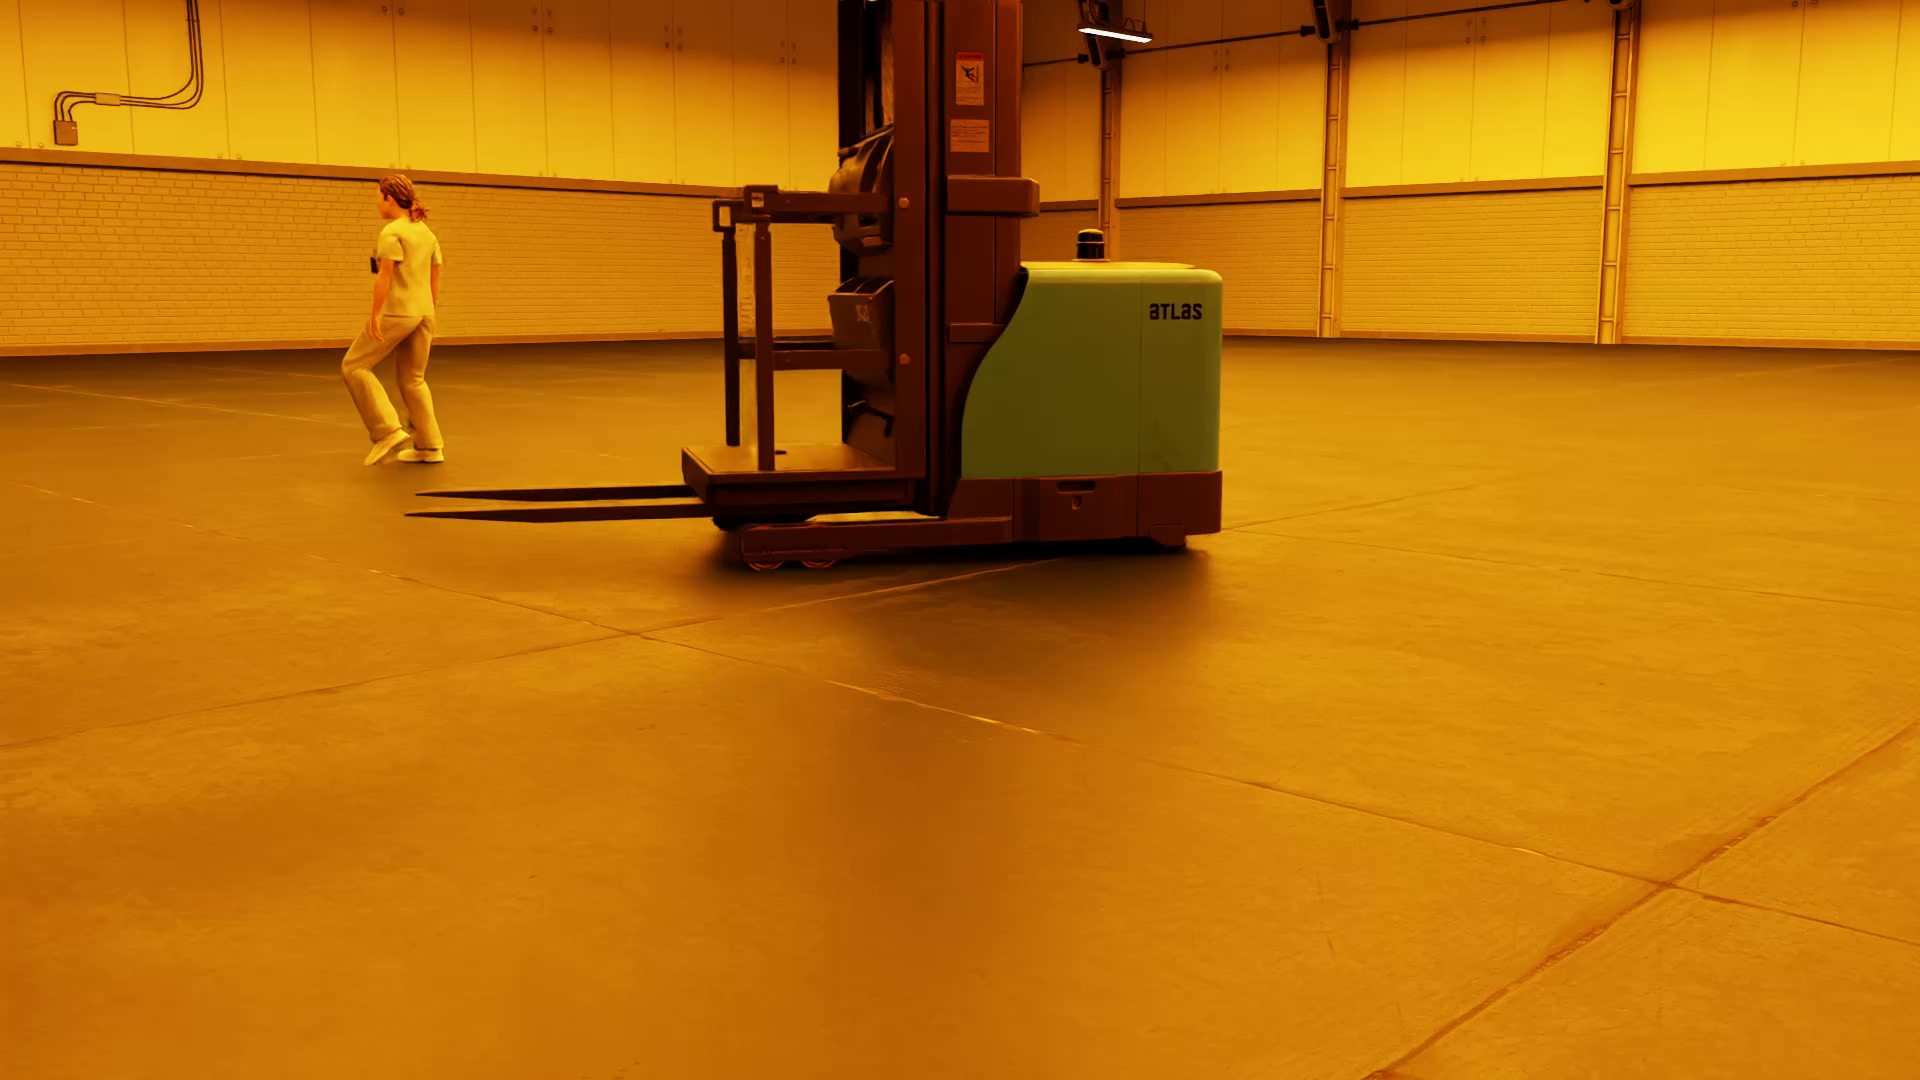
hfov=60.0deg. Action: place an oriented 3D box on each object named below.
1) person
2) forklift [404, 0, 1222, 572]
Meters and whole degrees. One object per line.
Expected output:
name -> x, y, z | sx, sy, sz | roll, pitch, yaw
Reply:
person -> -3.267, -1.267, 9.626 | 0.476, 1.667, 0.549 | 2, 9, 16
forklift -> -0.561, -1.423, 6.323 | 3.031, 2.935, 1.130 | -2, 9, -14
